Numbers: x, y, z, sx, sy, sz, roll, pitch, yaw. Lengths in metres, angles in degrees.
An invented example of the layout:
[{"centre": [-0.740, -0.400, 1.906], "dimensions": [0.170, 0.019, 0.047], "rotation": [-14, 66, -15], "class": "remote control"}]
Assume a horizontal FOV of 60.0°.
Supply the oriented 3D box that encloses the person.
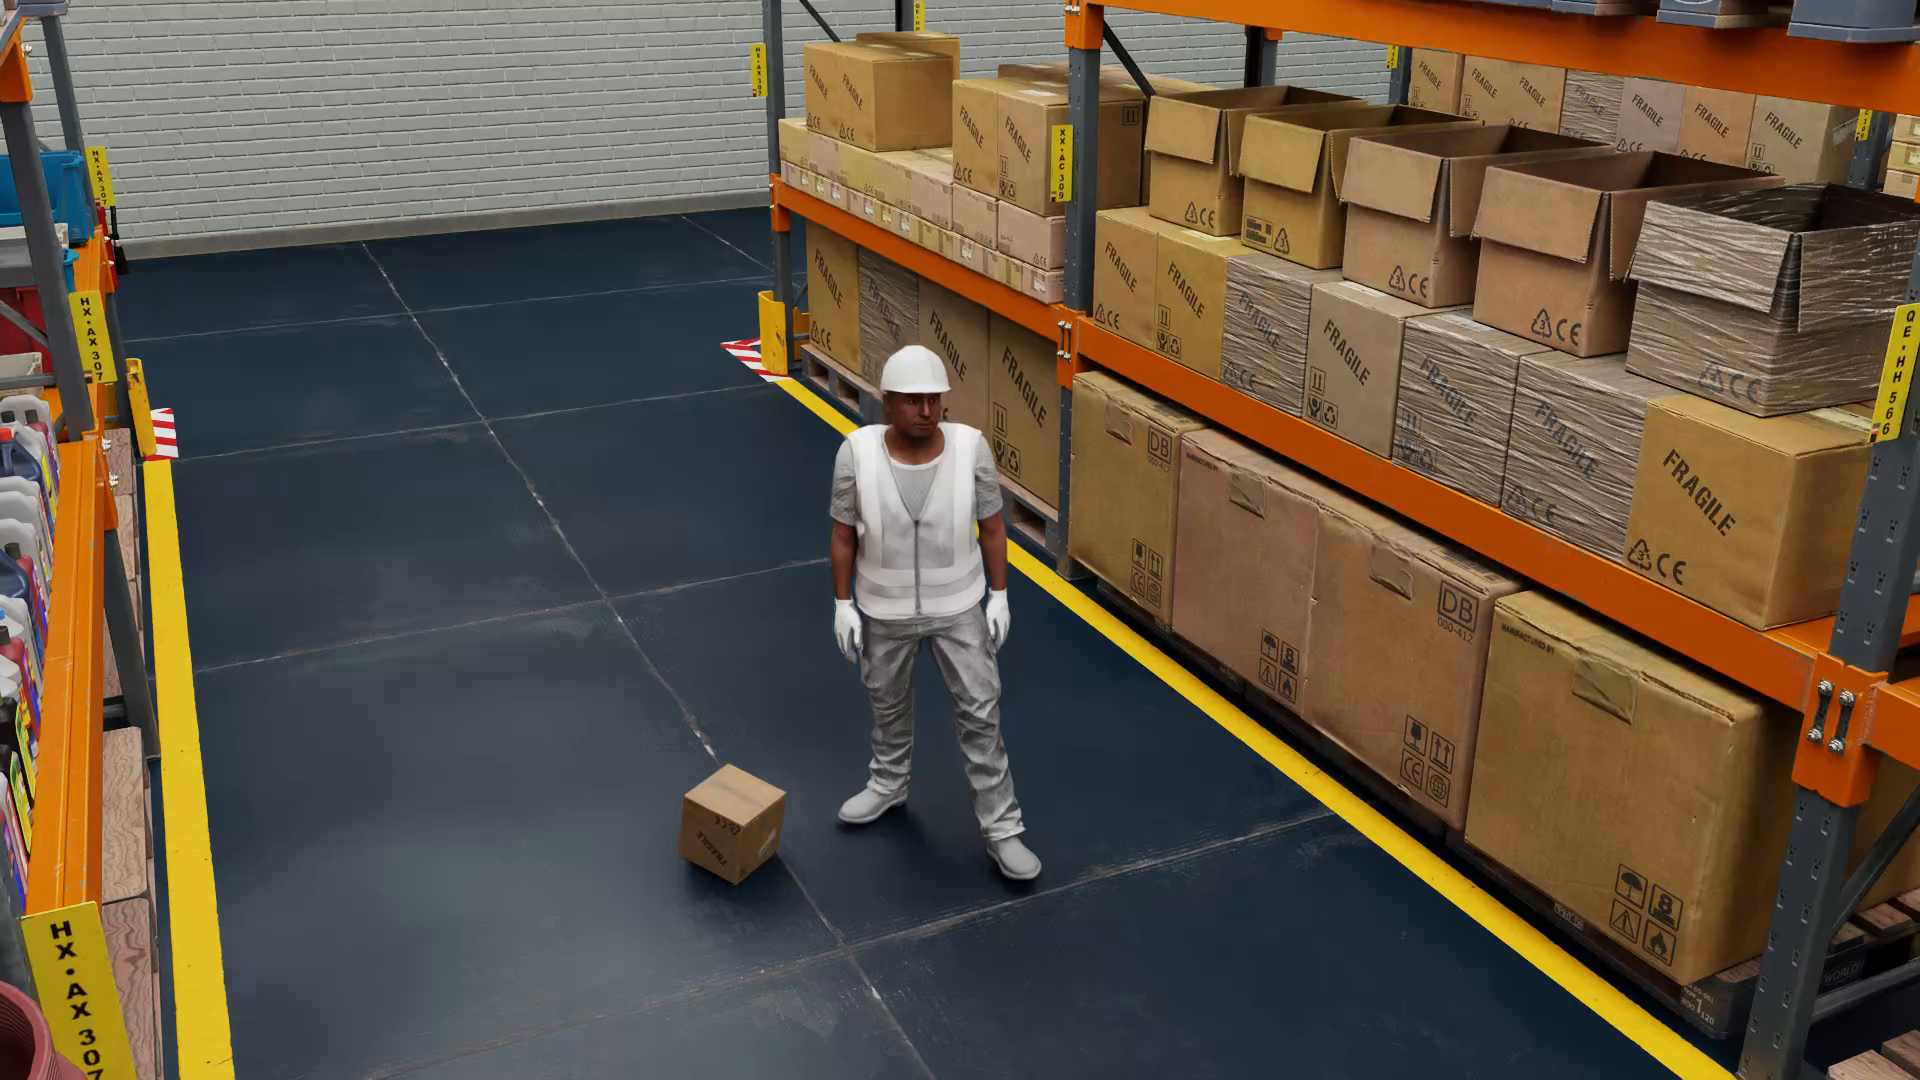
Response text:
[{"centre": [-0.081, 0.227, 5.445], "dimensions": [0.703, 1.767, 0.673], "rotation": [0, 22, 0], "class": "person"}]
